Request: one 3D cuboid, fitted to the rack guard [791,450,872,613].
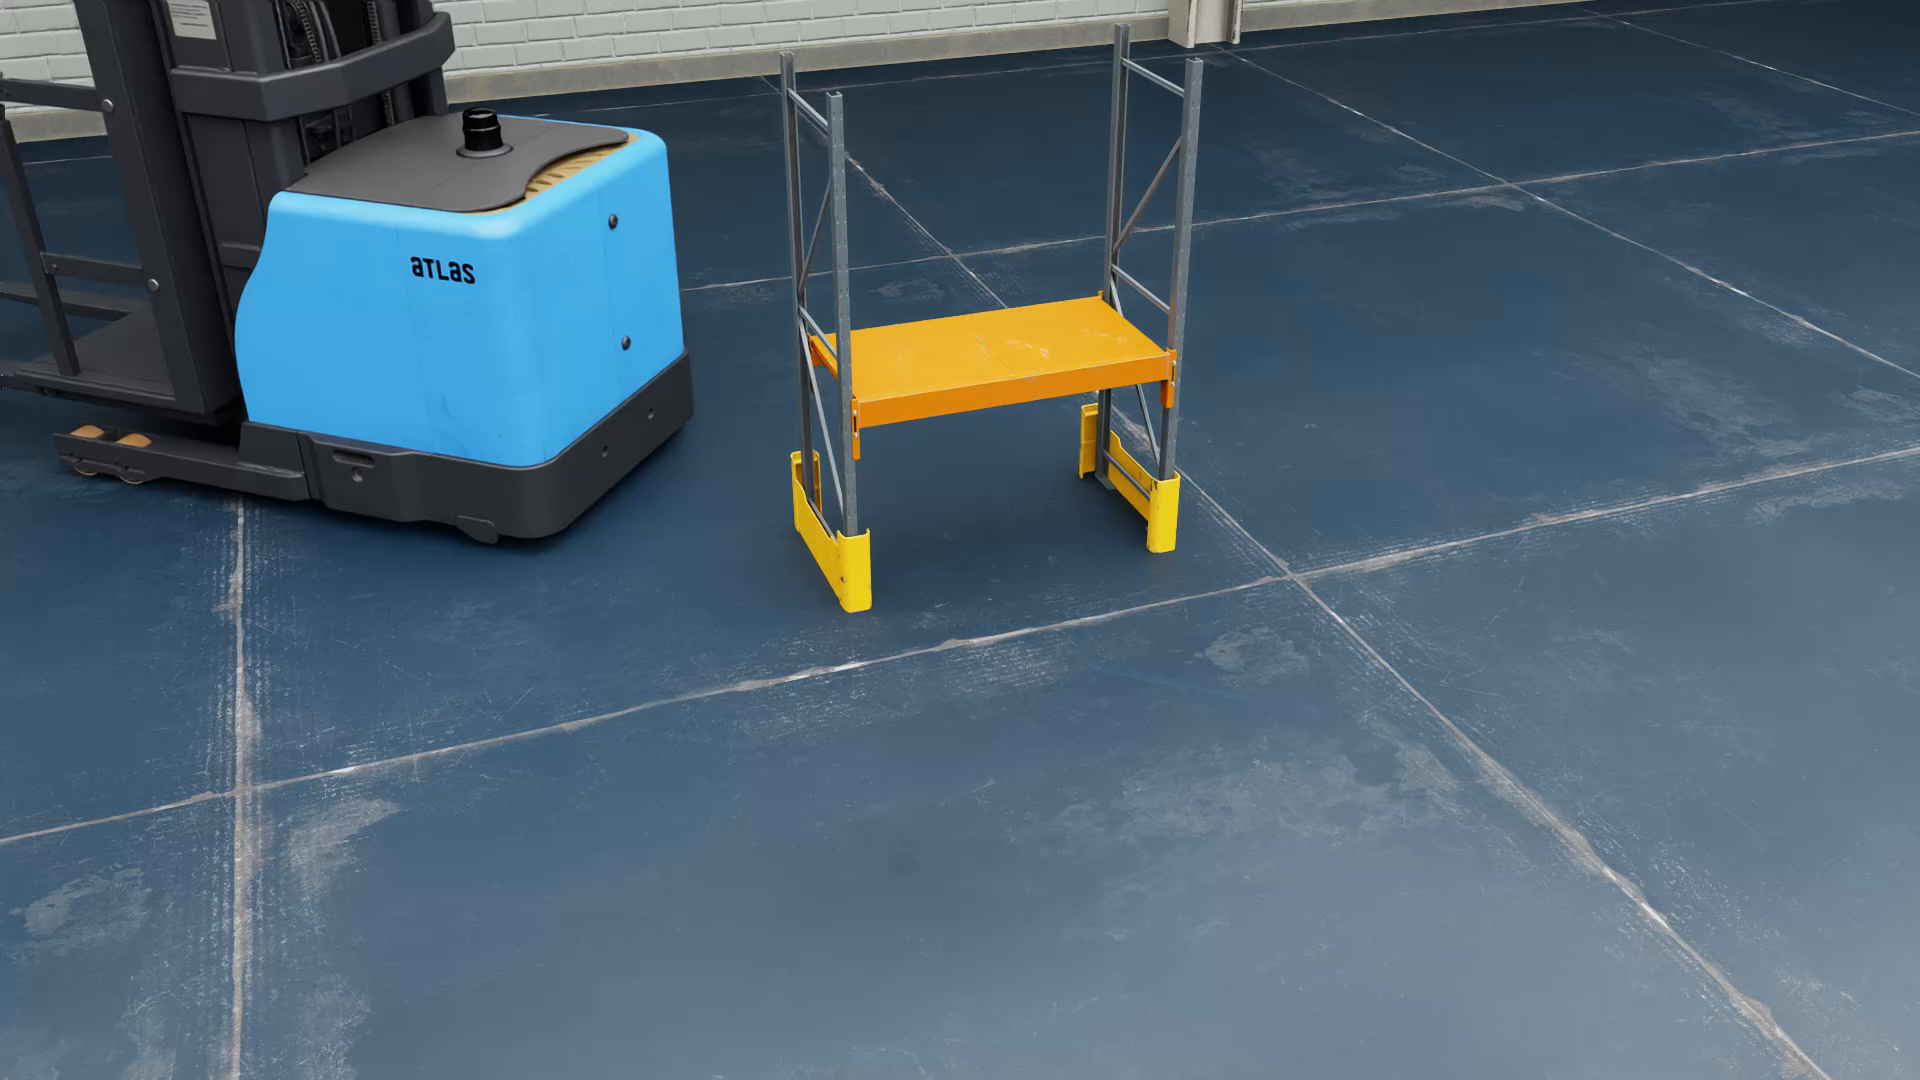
[{"bbox_3d":[-0.395,-0.036,5.060,0.087,0.250,0.587,-10,31,-18],"label":"rack guard"}]

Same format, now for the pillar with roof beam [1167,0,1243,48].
[{"bbox_3d":[3.123,-5.250,5.374,0.400,9.000,9.100,-10,31,-18],"label":"pillar with roof beam"}]

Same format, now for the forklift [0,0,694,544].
[{"bbox_3d":[-2.516,-1.694,5.263,3.031,2.935,1.130,10,31,17],"label":"forklift"}]

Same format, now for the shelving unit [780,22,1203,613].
[{"bbox_3d":[0.071,-0.665,4.902,1.083,1.500,0.587,-10,31,-18],"label":"shelving unit"}]

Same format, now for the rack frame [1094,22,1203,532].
[{"bbox_3d":[0.556,-0.754,5.059,0.032,1.500,0.500,-10,31,-18],"label":"rack frame"}]

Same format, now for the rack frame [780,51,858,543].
[{"bbox_3d":[-0.396,-0.579,4.751,0.032,1.500,0.500,-10,31,-18],"label":"rack frame"}]

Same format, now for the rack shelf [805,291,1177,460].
[{"bbox_3d":[0.080,-0.510,4.994,1.000,0.185,0.538,-10,31,-18],"label":"rack shelf"}]

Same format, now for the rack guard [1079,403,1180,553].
[{"bbox_3d":[0.538,-0.208,5.362,0.087,0.250,0.587,-10,31,-18],"label":"rack guard"}]
